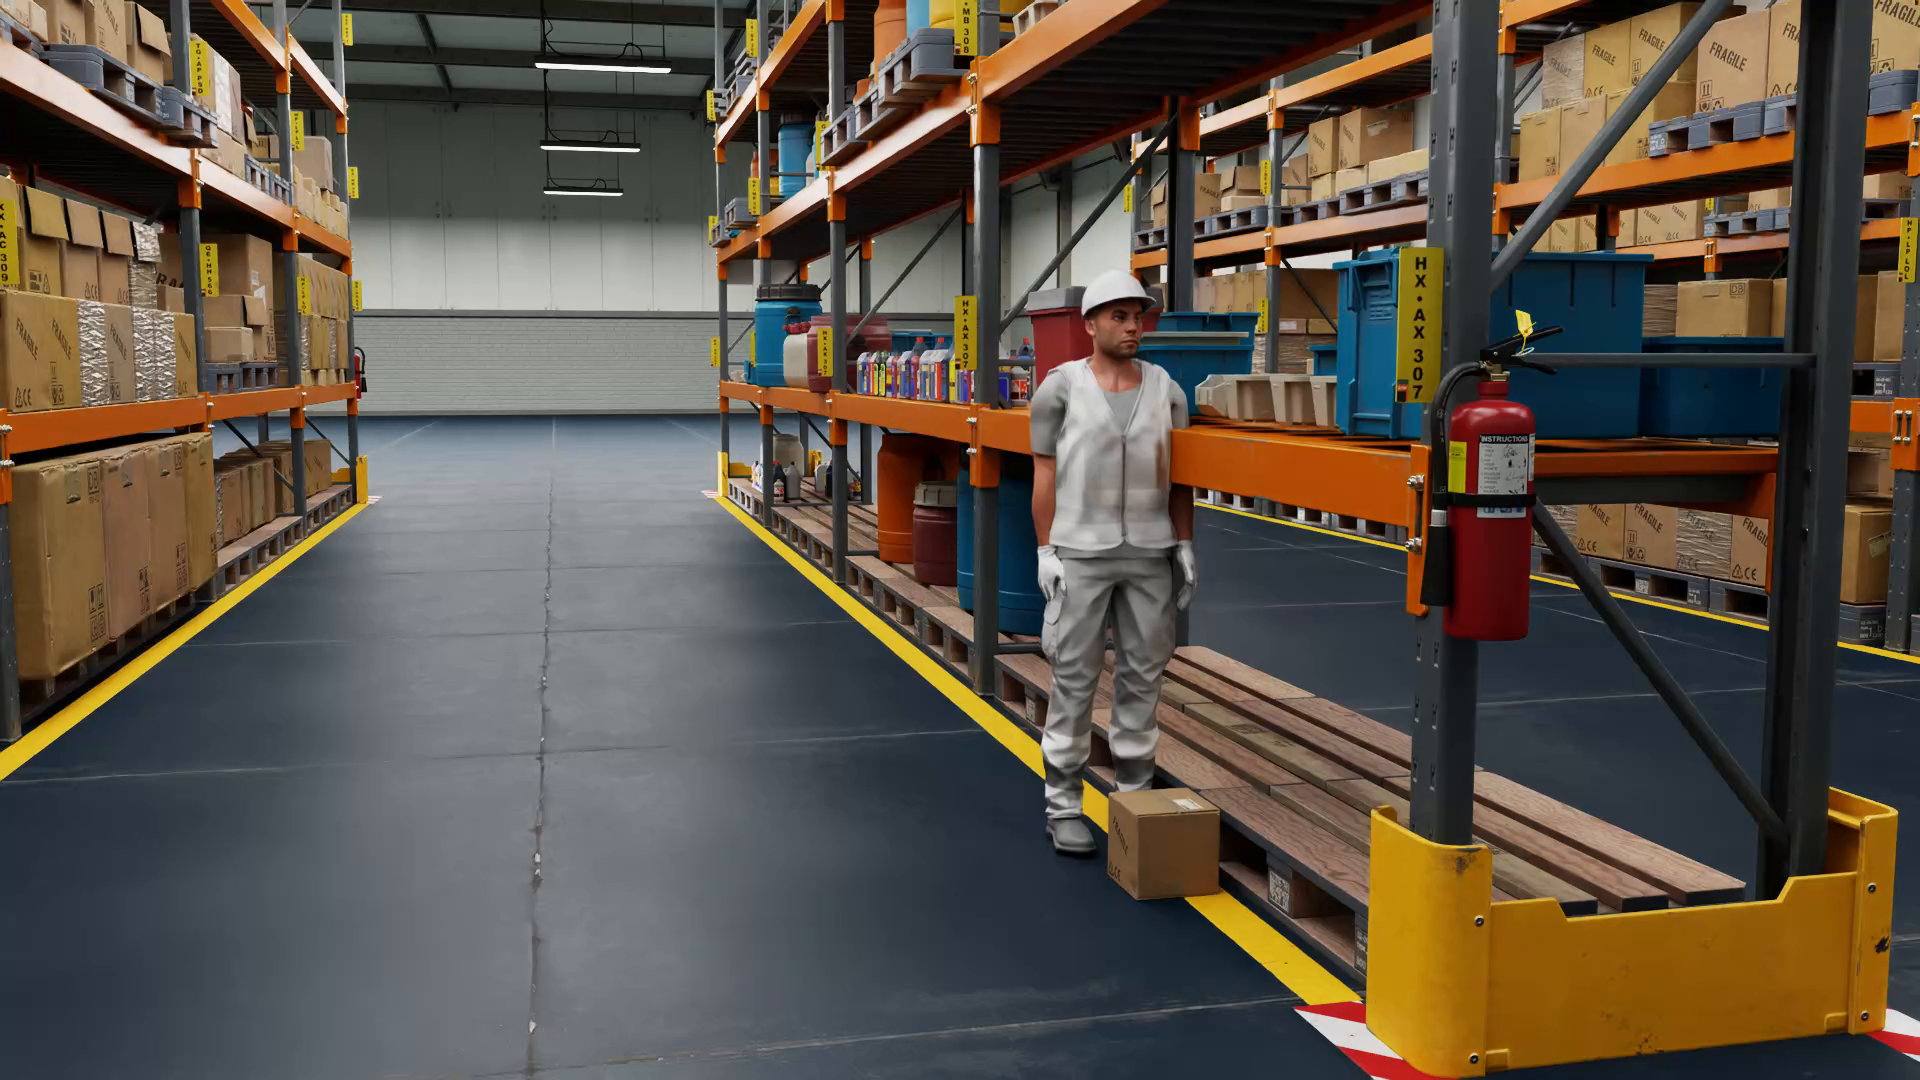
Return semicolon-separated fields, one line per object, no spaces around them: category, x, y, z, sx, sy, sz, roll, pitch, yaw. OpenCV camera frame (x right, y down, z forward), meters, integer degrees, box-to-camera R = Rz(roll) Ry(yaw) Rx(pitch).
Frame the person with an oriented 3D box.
person;0.483;0.061;5.178;0.525;1.792;0.355;-1;6;-12
